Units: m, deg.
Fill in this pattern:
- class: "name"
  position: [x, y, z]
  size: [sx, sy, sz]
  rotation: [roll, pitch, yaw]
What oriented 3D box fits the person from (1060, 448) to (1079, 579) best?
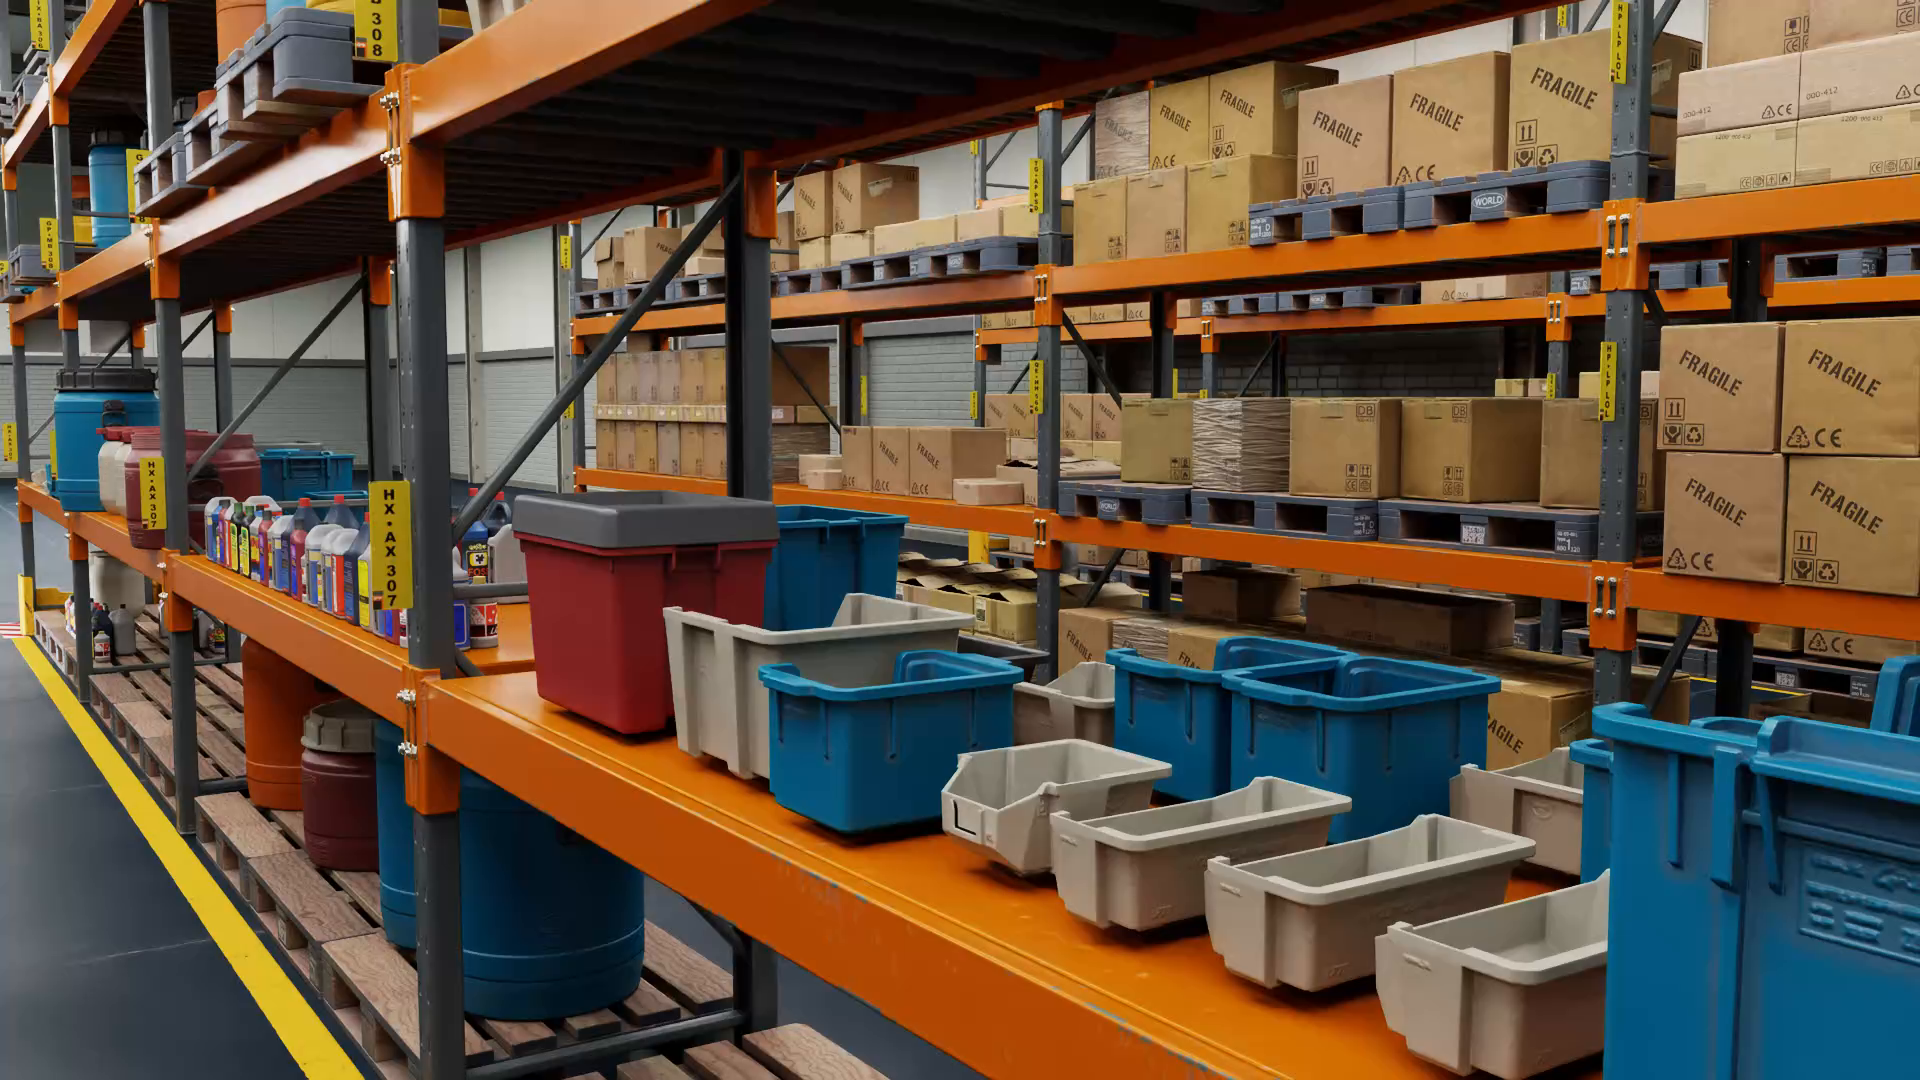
- class: "person"
  position: [0.872, -0.015, 14.714]
  size: [0.328, 1.567, 0.415]
  rotation: [-3, 6, -32]
